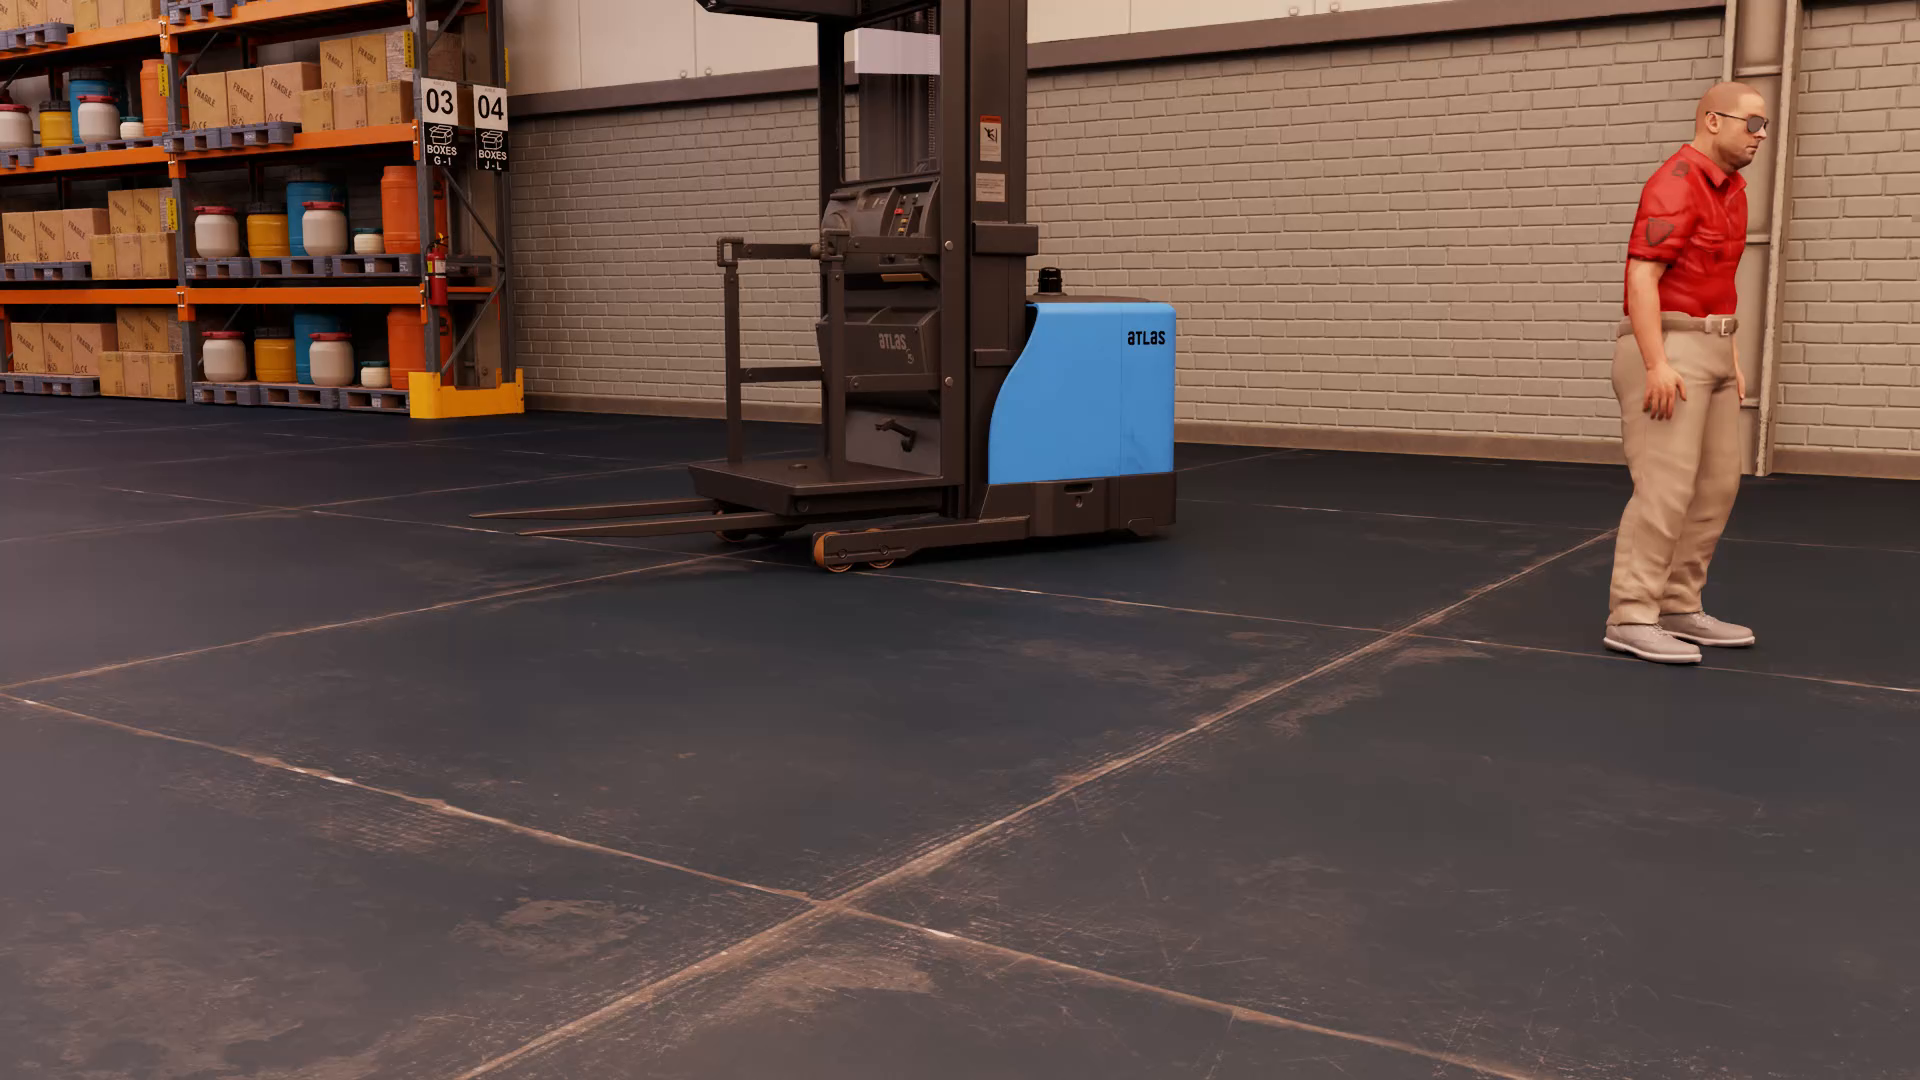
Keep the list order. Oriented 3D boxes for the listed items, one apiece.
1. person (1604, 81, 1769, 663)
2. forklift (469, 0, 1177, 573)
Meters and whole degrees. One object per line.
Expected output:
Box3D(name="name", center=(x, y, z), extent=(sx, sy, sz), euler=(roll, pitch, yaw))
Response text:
Box3D(name="person", center=(2.246, -0.521, 5.130), extent=(0.591, 1.726, 0.388), euler=(-7, 11, -42))
Box3D(name="forklift", center=(-0.529, -1.404, 7.069), extent=(3.031, 2.935, 1.130), euler=(-5, 10, -32))
